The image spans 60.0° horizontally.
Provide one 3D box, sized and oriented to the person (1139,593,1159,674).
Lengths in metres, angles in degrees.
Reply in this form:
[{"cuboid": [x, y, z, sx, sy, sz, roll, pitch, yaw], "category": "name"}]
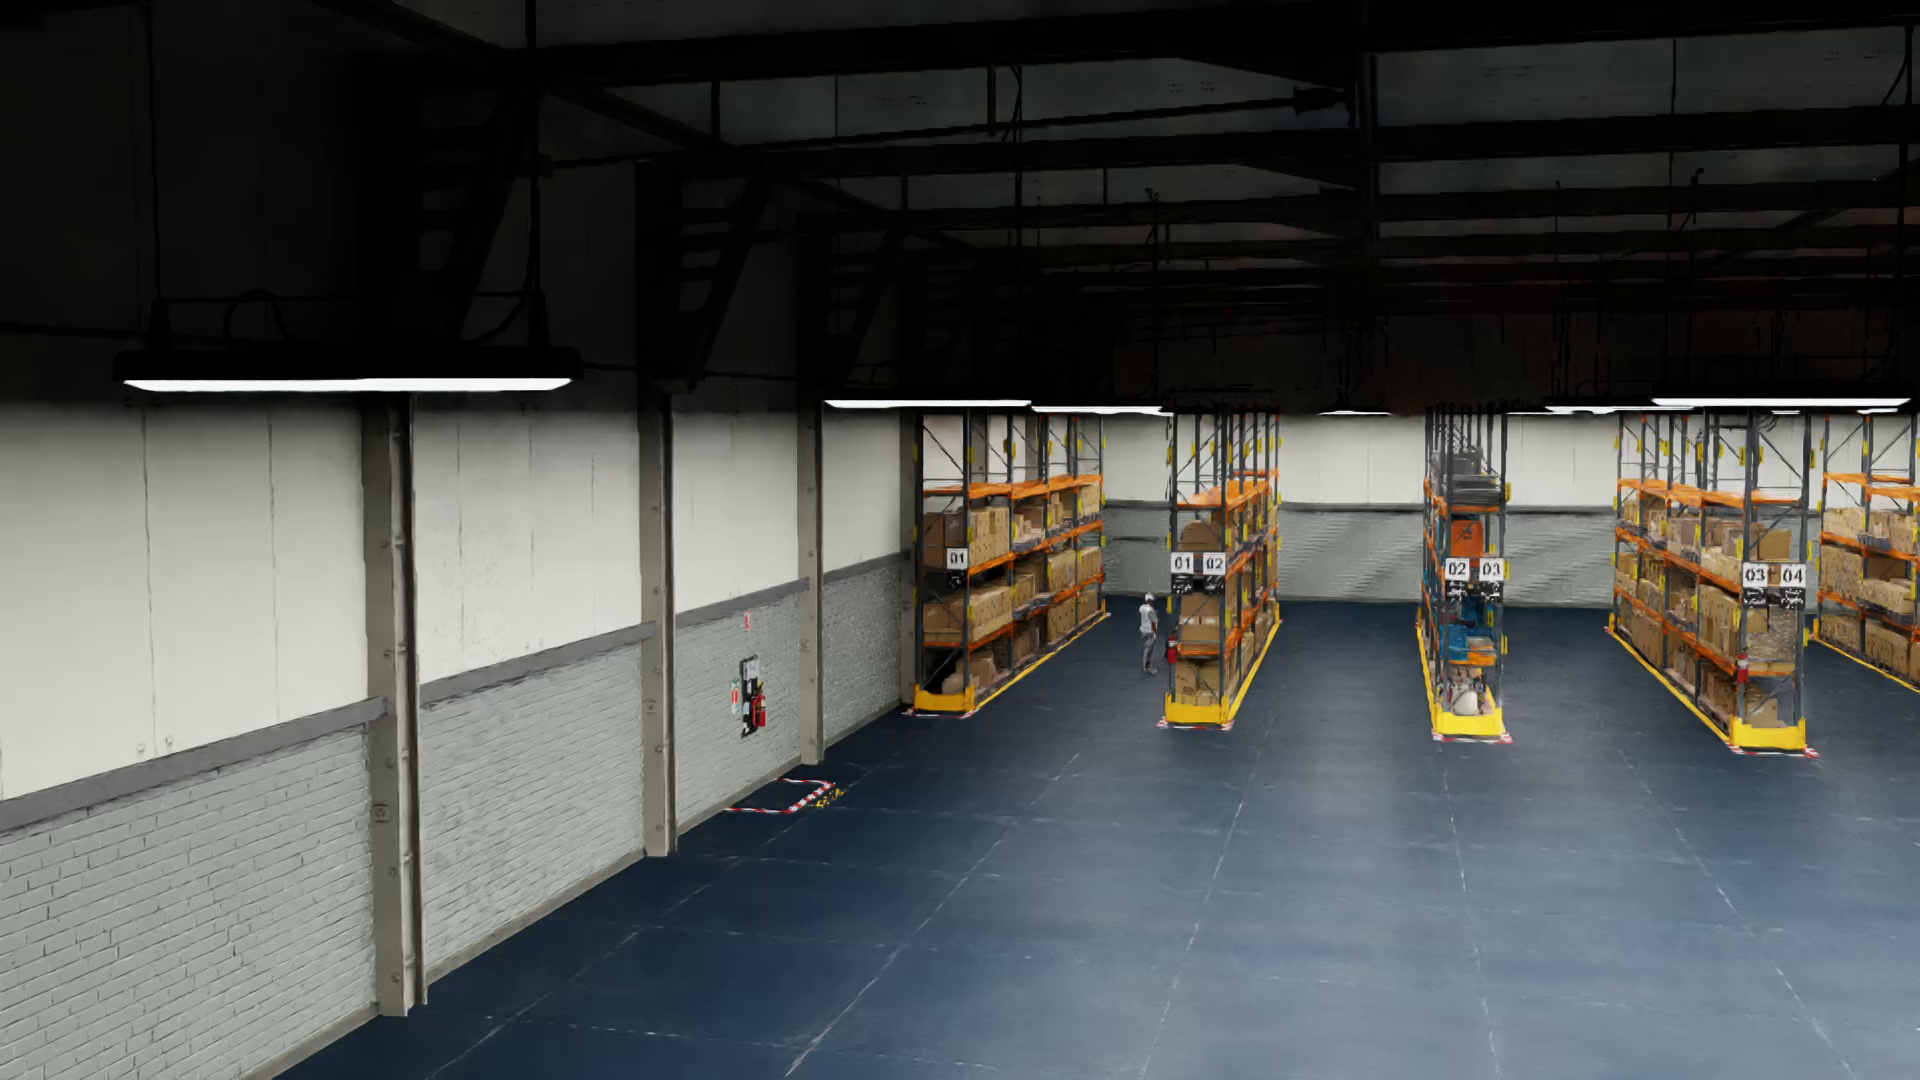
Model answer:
[{"cuboid": [4.264, 2.070, 37.168, 0.456, 1.786, 0.620, -1, 4, -17], "category": "person"}]
